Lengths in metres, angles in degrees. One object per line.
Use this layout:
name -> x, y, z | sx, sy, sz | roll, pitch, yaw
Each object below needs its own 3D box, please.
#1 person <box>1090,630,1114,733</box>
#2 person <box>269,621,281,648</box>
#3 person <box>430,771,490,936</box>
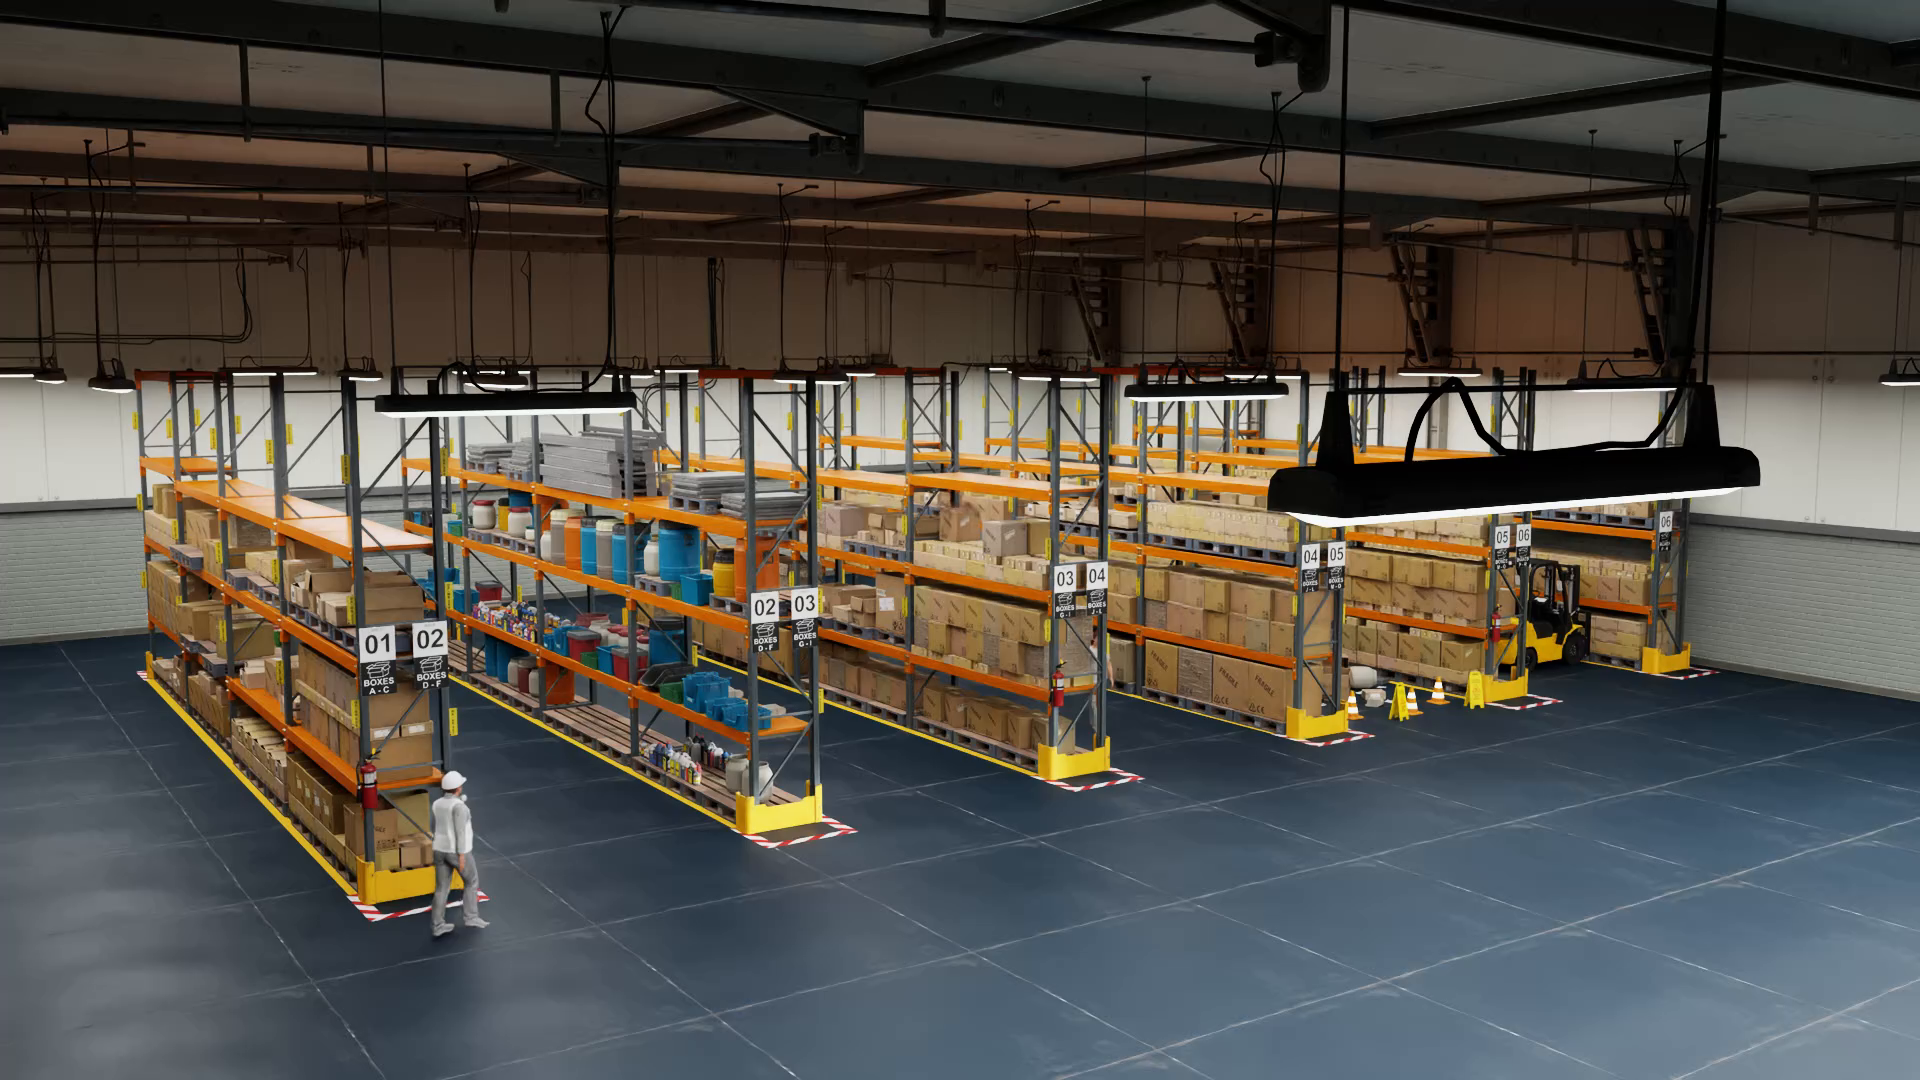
person -> 2.314, 2.364, 27.910 | 0.501, 1.698, 0.618 | -2, 7, -17
person -> -13.285, 1.771, 32.521 | 0.605, 1.715, 1.069 | -5, 8, -38
person -> -5.565, 3.395, 18.173 | 0.558, 1.740, 0.670 | 3, 7, 24
